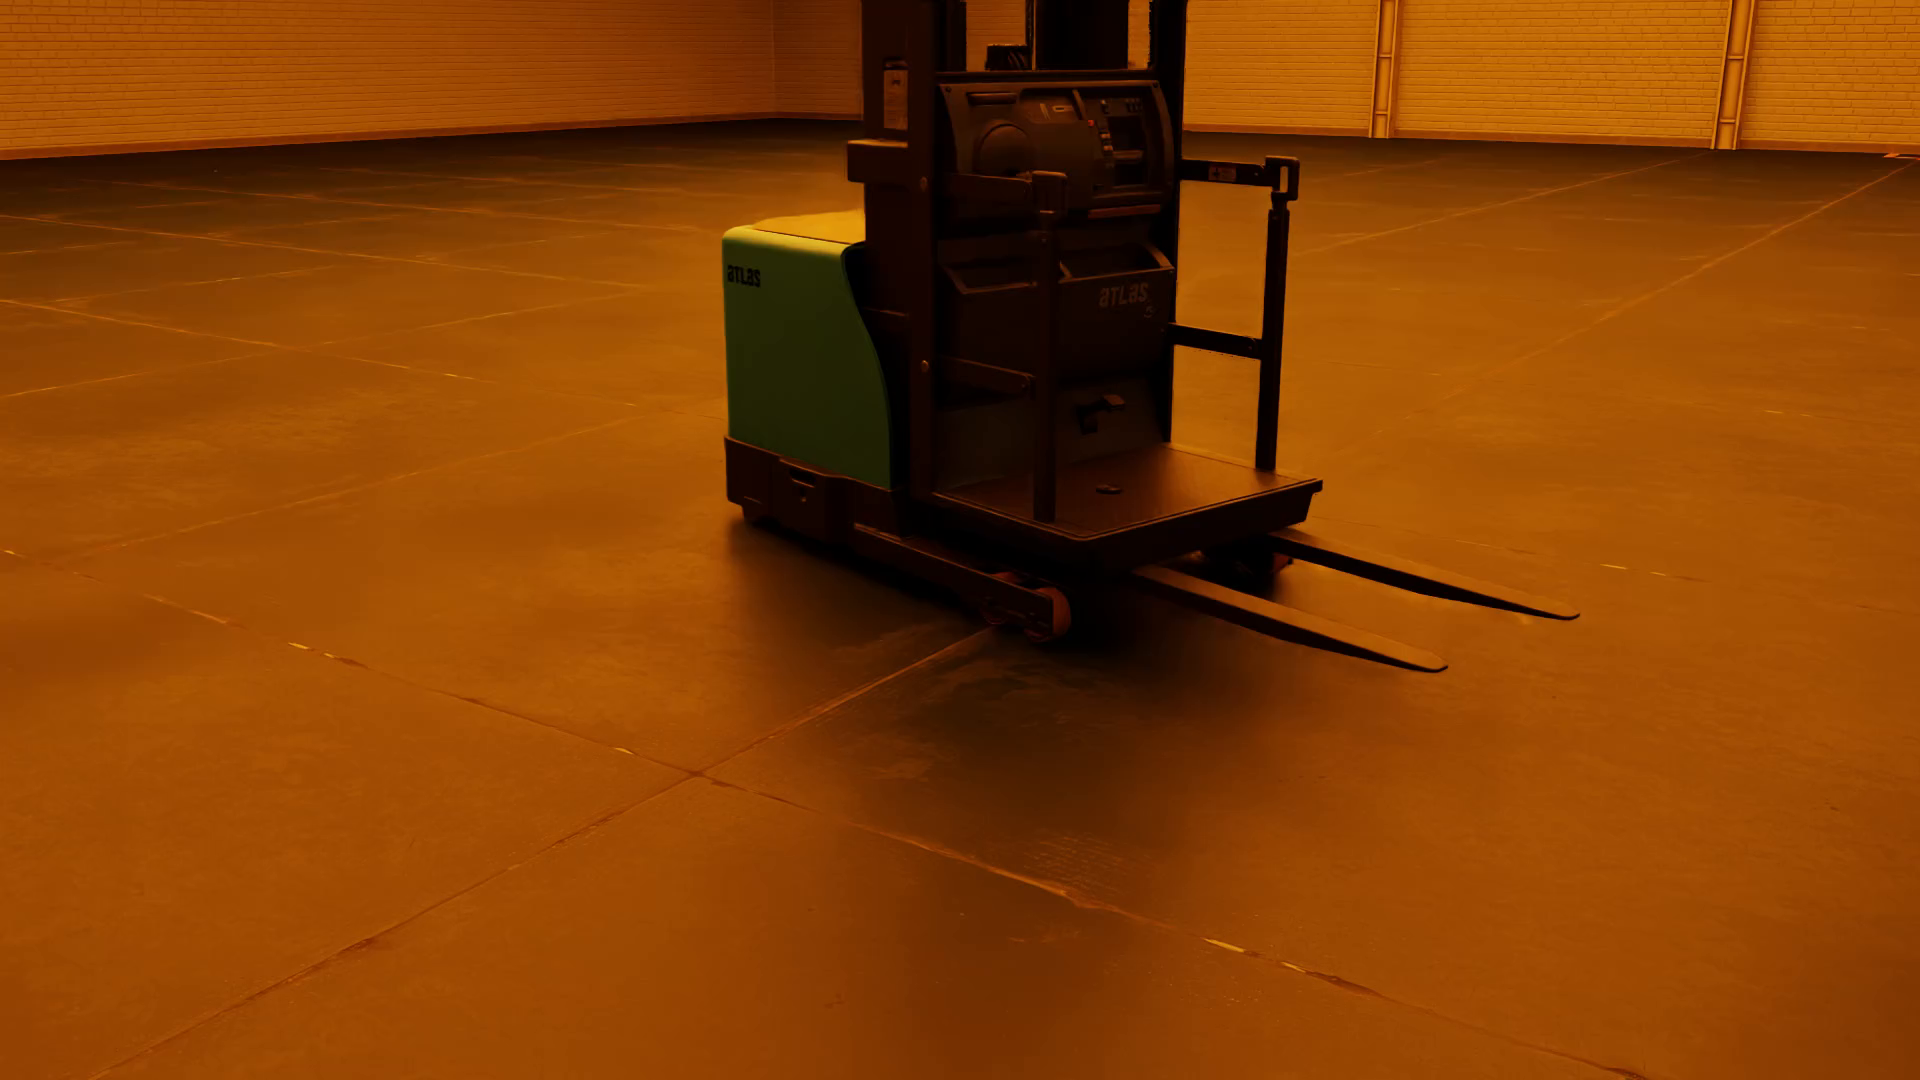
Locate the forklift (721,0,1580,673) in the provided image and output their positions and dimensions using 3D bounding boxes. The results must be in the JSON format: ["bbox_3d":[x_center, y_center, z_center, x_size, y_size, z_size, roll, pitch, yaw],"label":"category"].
[{"bbox_3d":[0.456,-1.262,5.054,1.130,2.935,3.031,-13,21,-38],"label":"forklift"}]
